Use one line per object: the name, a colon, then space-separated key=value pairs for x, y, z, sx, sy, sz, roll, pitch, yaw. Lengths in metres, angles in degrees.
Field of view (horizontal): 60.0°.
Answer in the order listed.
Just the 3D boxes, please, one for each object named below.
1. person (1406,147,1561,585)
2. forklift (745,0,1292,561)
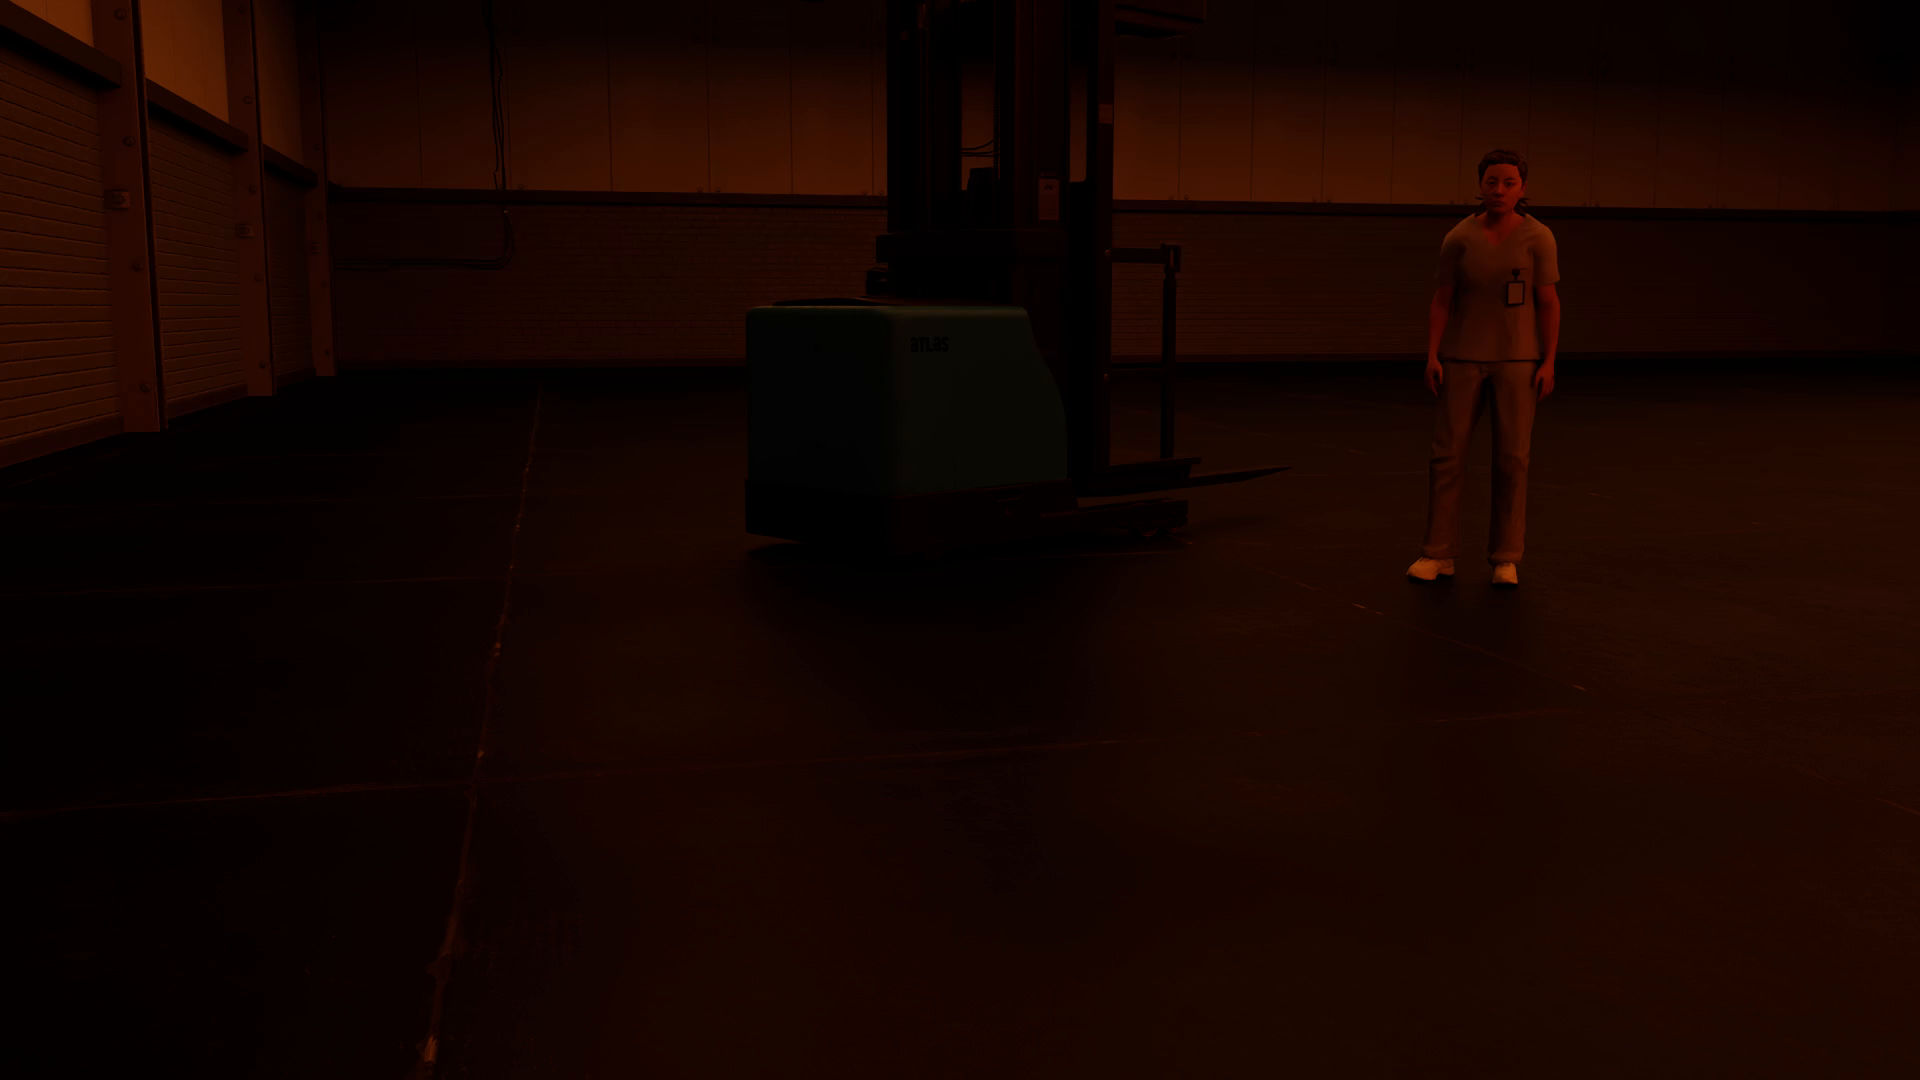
person: x=2.051 y=-0.670 z=6.469 sx=0.516 sy=1.671 sz=0.359 roll=4 pitch=9 yaw=24
forklift: x=0.453 y=-1.512 z=7.932 sx=3.031 sy=2.935 sz=1.130 roll=-8 pitch=11 yaw=-43
